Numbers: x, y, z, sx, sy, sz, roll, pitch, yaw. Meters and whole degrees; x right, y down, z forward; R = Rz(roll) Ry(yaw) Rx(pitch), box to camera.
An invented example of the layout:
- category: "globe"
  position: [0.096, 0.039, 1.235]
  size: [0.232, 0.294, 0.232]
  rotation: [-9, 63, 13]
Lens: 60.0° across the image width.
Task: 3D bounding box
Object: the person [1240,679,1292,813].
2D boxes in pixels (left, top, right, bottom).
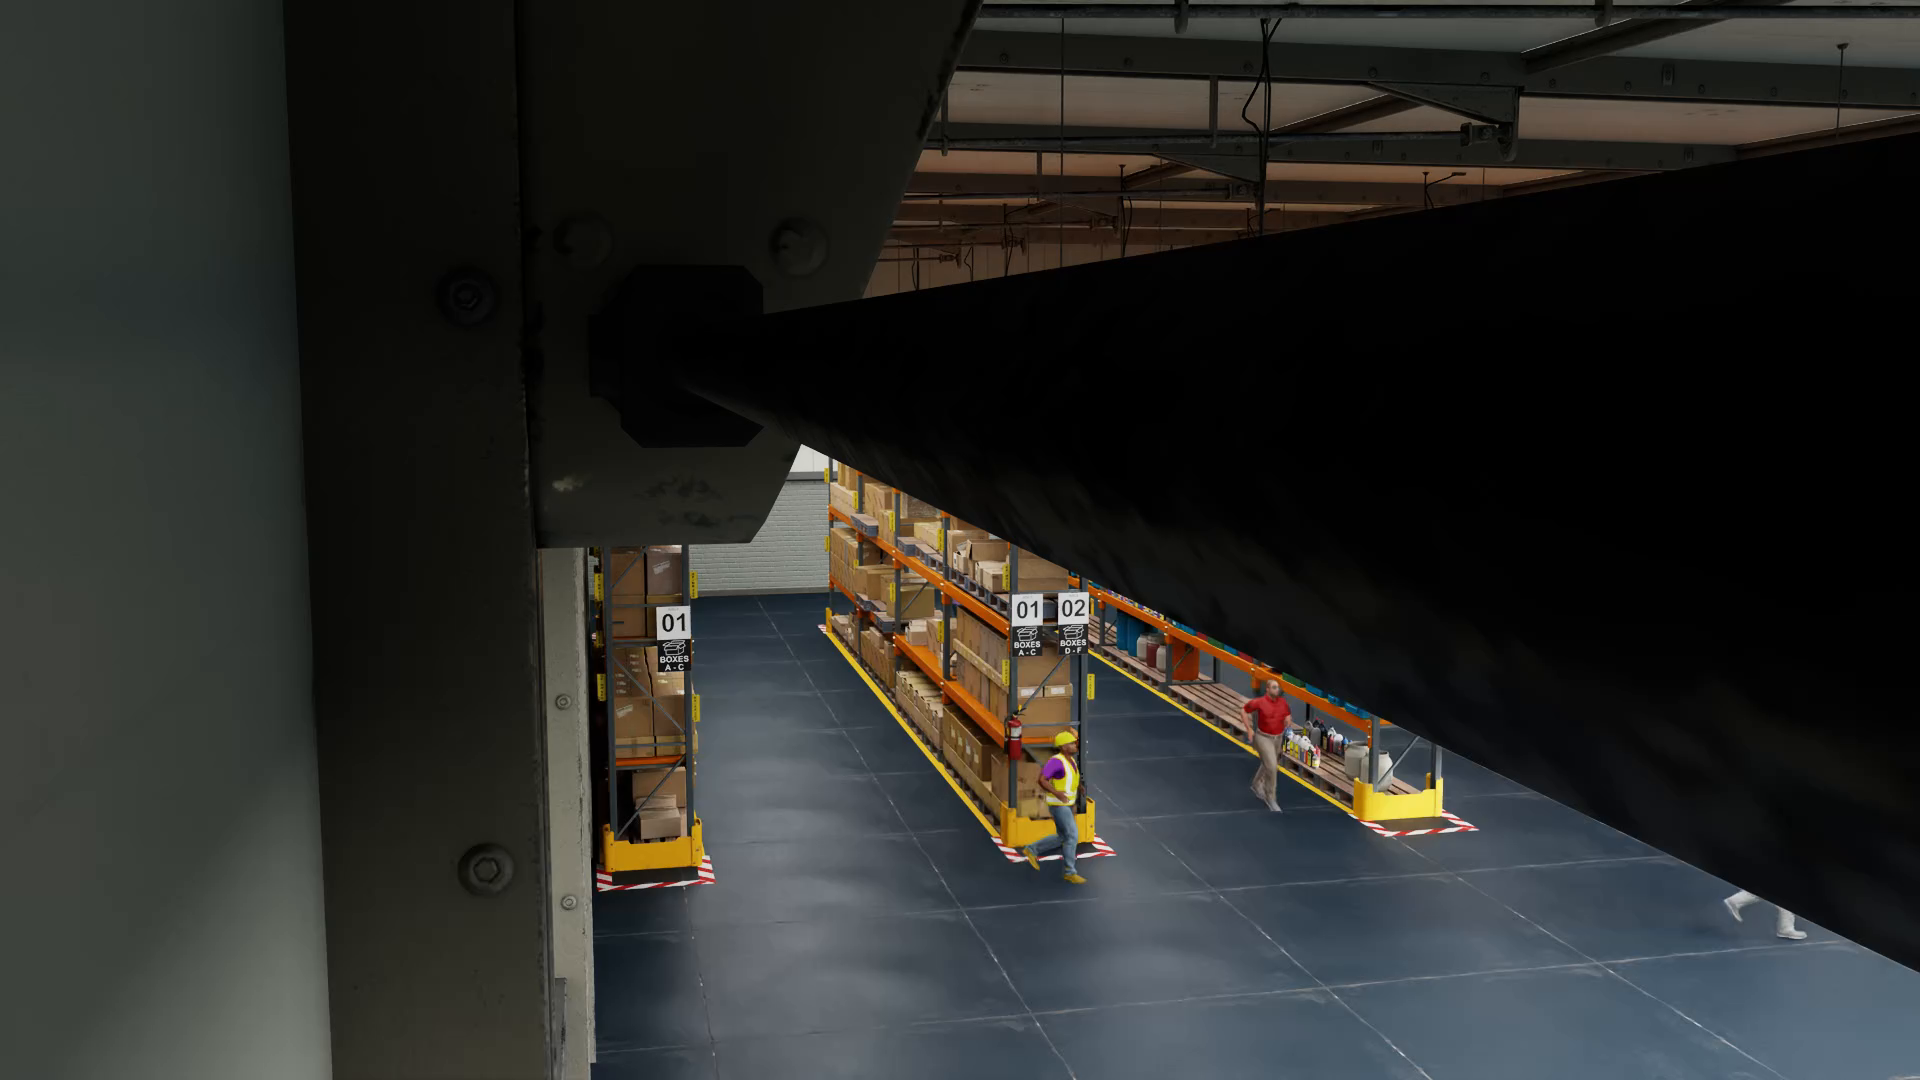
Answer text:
- category: "person"
  position: [4.231, 2.778, 22.749]
  size: [0.652, 1.784, 0.788]
  rotation: [-4, 8, -31]

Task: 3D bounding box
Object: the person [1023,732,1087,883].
- category: "person"
  position: [1.180, 3.148, 19.786]
  size: [0.837, 1.749, 0.744]
  rotation: [3, 7, 23]

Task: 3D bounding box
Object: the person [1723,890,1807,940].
- category: "person"
  position: [8.629, 3.421, 17.730]
  size: [0.813, 1.633, 0.620]
  rotation: [1, 7, 11]

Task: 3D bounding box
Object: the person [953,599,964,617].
- category: "person"
  position: [-0.016, 1.385, 35.084]
  size: [0.507, 1.605, 0.685]
  rotation: [-3, 7, -24]
